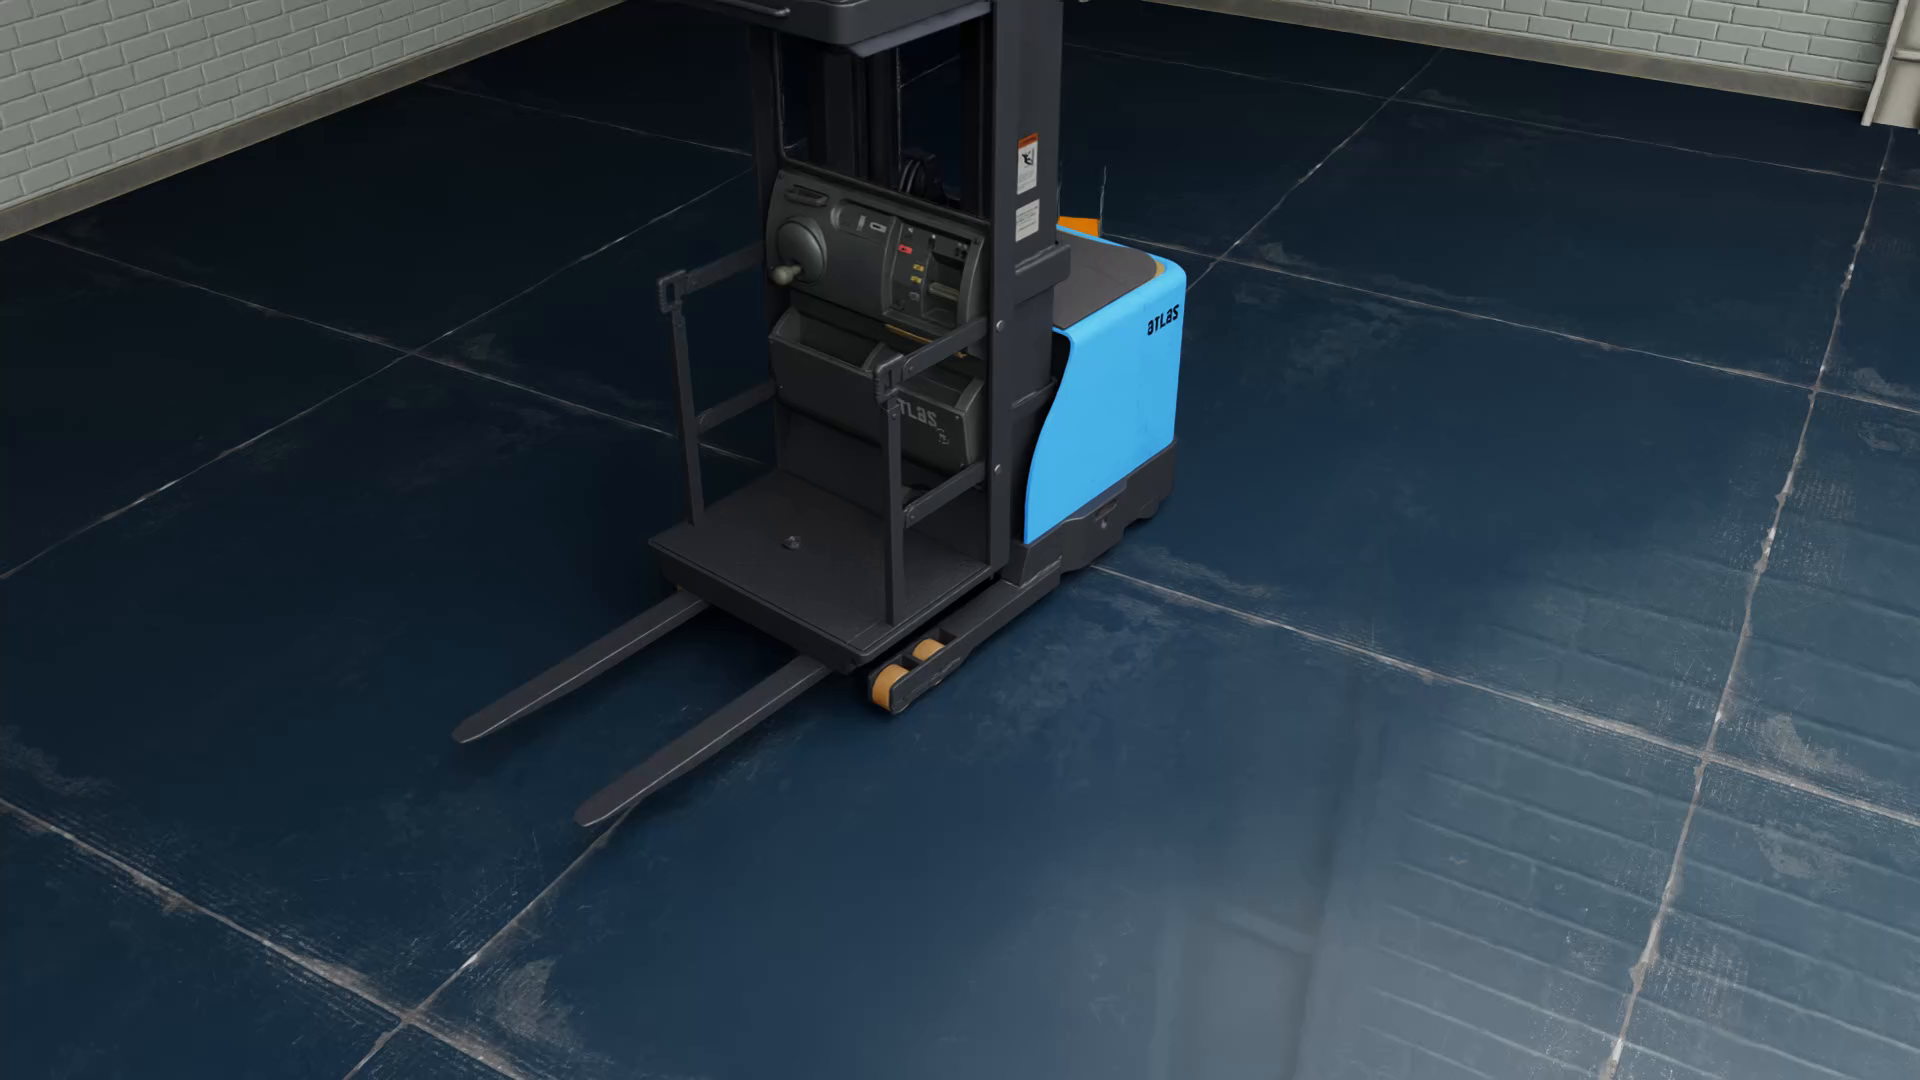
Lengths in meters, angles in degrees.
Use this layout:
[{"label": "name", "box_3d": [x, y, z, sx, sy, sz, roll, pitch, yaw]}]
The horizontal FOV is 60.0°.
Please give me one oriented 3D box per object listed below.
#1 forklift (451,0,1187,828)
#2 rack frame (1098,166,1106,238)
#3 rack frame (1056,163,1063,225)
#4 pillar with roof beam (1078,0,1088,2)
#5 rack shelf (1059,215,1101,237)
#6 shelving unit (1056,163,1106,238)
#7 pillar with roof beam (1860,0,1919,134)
[{"label": "forklift", "box_3d": [-0.434, -0.929, 5.500, 1.130, 2.935, 3.031, 25, 41, 32]}, {"label": "rack frame", "box_3d": [0.578, -0.996, 7.161, 0.006, 1.200, 0.240, 5, 35, 5]}, {"label": "rack frame", "box_3d": [0.397, -1.013, 7.179, 0.006, 1.200, 0.240, 5, 35, 5]}, {"label": "pillar with roof beam", "box_3d": [-1.250, -6.042, 7.704, 0.400, 9.000, 9.100, 18, 37, 24]}, {"label": "rack shelf", "box_3d": [0.494, -1.265, 6.992, 0.180, 0.103, 0.258, 5, 35, 5]}, {"label": "shelving unit", "box_3d": [0.487, -1.005, 7.170, 0.189, 1.200, 0.258, 5, 35, 5]}, {"label": "pillar with roof beam", "box_3d": [3.959, -4.392, 5.226, 0.400, 9.000, 9.100, 18, 37, 24]}]
